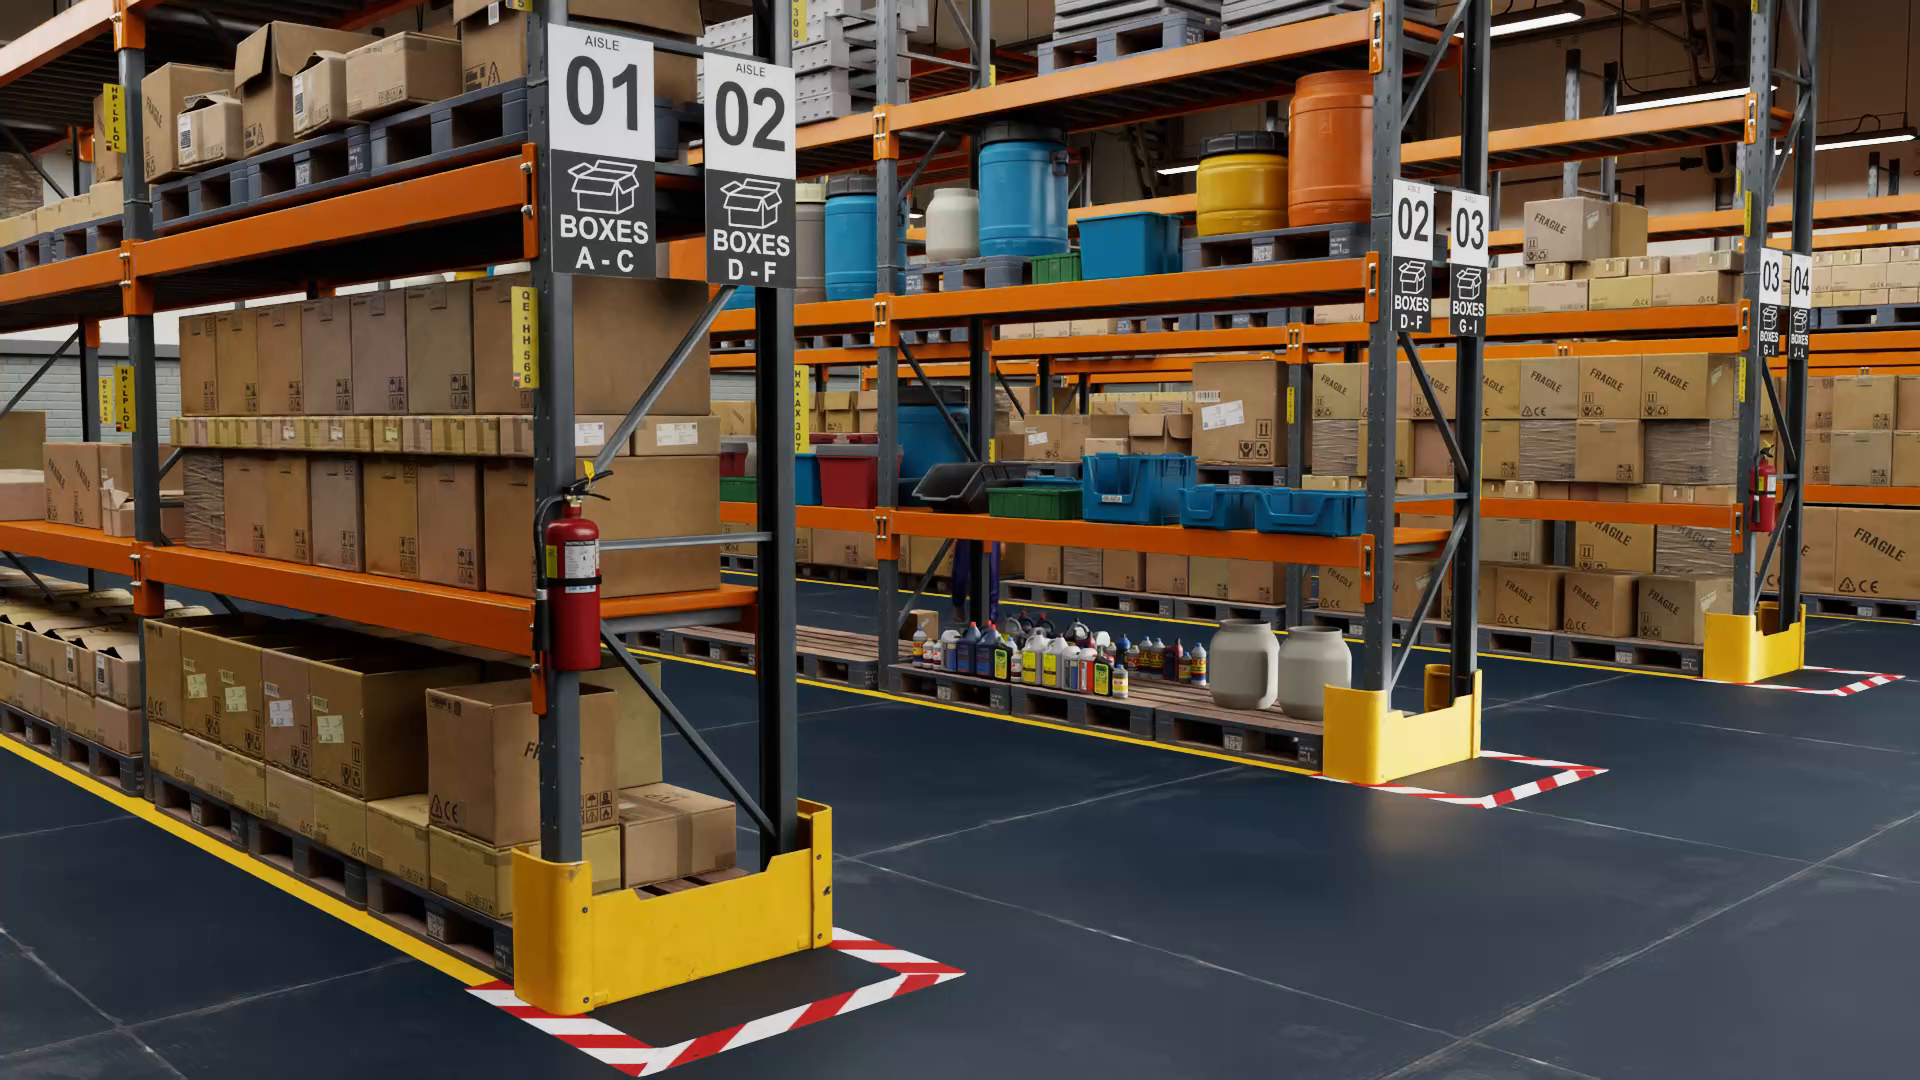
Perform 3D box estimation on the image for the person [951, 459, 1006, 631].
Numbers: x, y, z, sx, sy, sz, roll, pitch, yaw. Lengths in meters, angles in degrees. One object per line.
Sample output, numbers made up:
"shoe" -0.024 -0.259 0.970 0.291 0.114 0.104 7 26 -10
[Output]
"person" 0.171 0.010 15.380 0.512 1.635 0.672 0 4 2
